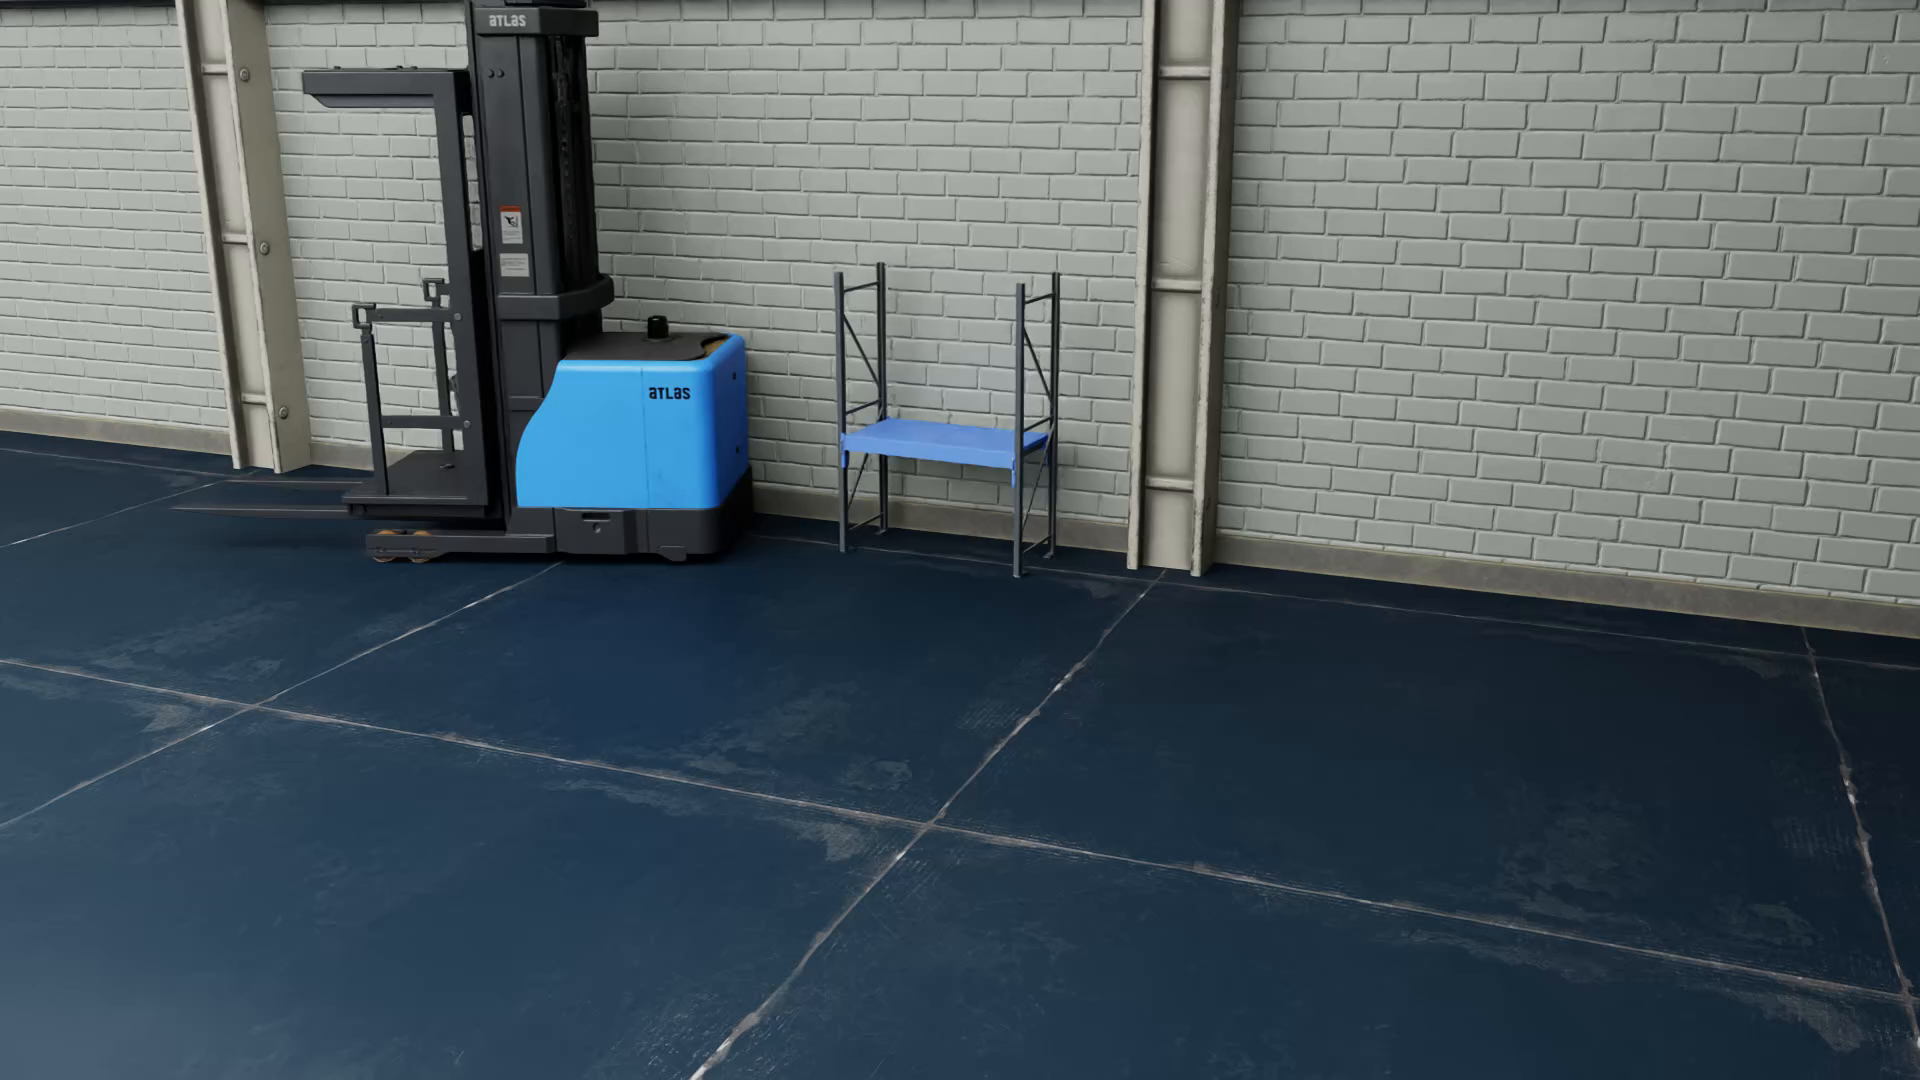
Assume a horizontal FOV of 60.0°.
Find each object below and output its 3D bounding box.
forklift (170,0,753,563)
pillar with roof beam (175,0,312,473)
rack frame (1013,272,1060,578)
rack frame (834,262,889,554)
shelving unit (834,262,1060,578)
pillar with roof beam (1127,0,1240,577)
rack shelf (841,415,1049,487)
[{"bbox_3d":[-2.727,-1.432,8.850,3.031,2.935,1.130,1,16,3],"label":"forklift"},{"bbox_3d":[-6.053,-3.691,5.746,0.400,9.000,9.100,6,17,21],"label":"pillar with roof beam"},{"bbox_3d":[0.394,-0.589,8.512,0.032,1.500,0.500,8,18,24],"label":"rack frame"},{"bbox_3d":[-0.524,-0.711,8.933,0.032,1.500,0.500,8,18,24],"label":"rack frame"},{"bbox_3d":[-0.065,-0.650,8.722,1.048,1.500,0.538,8,18,24],"label":"shelving unit"},{"bbox_3d":[-0.471,-3.077,3.631,0.400,9.000,9.100,6,17,21],"label":"pillar with roof beam"},{"bbox_3d":[-0.065,-0.477,8.772,1.000,0.185,0.538,8,18,24],"label":"rack shelf"}]
